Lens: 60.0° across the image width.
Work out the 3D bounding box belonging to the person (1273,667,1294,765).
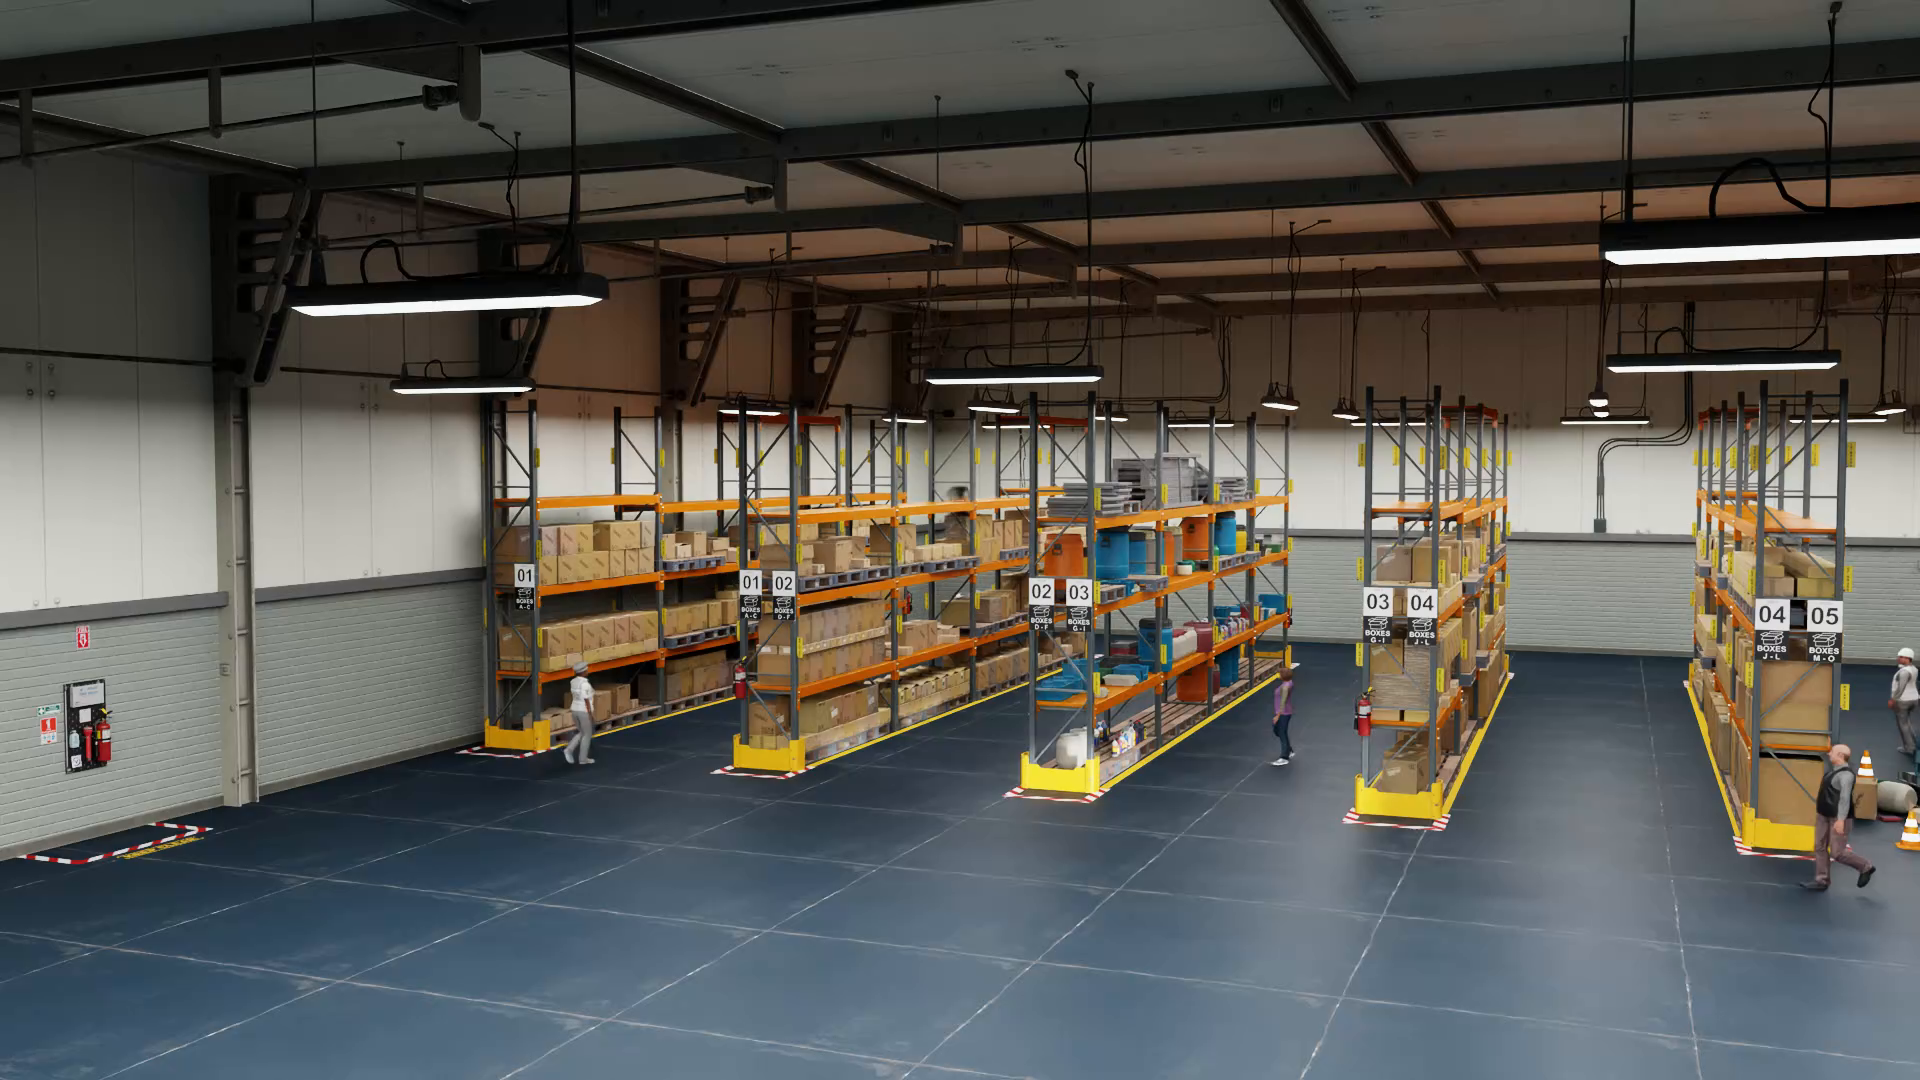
[{"bbox_3d":[5.288,2.858,27.186,0.384,1.598,0.512,0,3,6],"label":"person"}]

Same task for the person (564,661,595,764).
[{"bbox_3d":[-6.172,2.813,27.016,0.460,1.683,0.503,3,4,44],"label":"person"}]

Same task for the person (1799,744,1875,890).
[{"bbox_3d":[10.133,3.200,19.136,0.727,1.709,0.527,0,3,-8],"label":"person"}]

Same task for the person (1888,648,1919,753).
[{"bbox_3d":[16.000,2.711,28.195,0.577,1.766,0.498,-1,3,-19],"label":"person"}]

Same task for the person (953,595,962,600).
[{"bbox_3d":[-0.069,2.171,39.430,0.584,1.739,0.992,1,3,21],"label":"person"}]
